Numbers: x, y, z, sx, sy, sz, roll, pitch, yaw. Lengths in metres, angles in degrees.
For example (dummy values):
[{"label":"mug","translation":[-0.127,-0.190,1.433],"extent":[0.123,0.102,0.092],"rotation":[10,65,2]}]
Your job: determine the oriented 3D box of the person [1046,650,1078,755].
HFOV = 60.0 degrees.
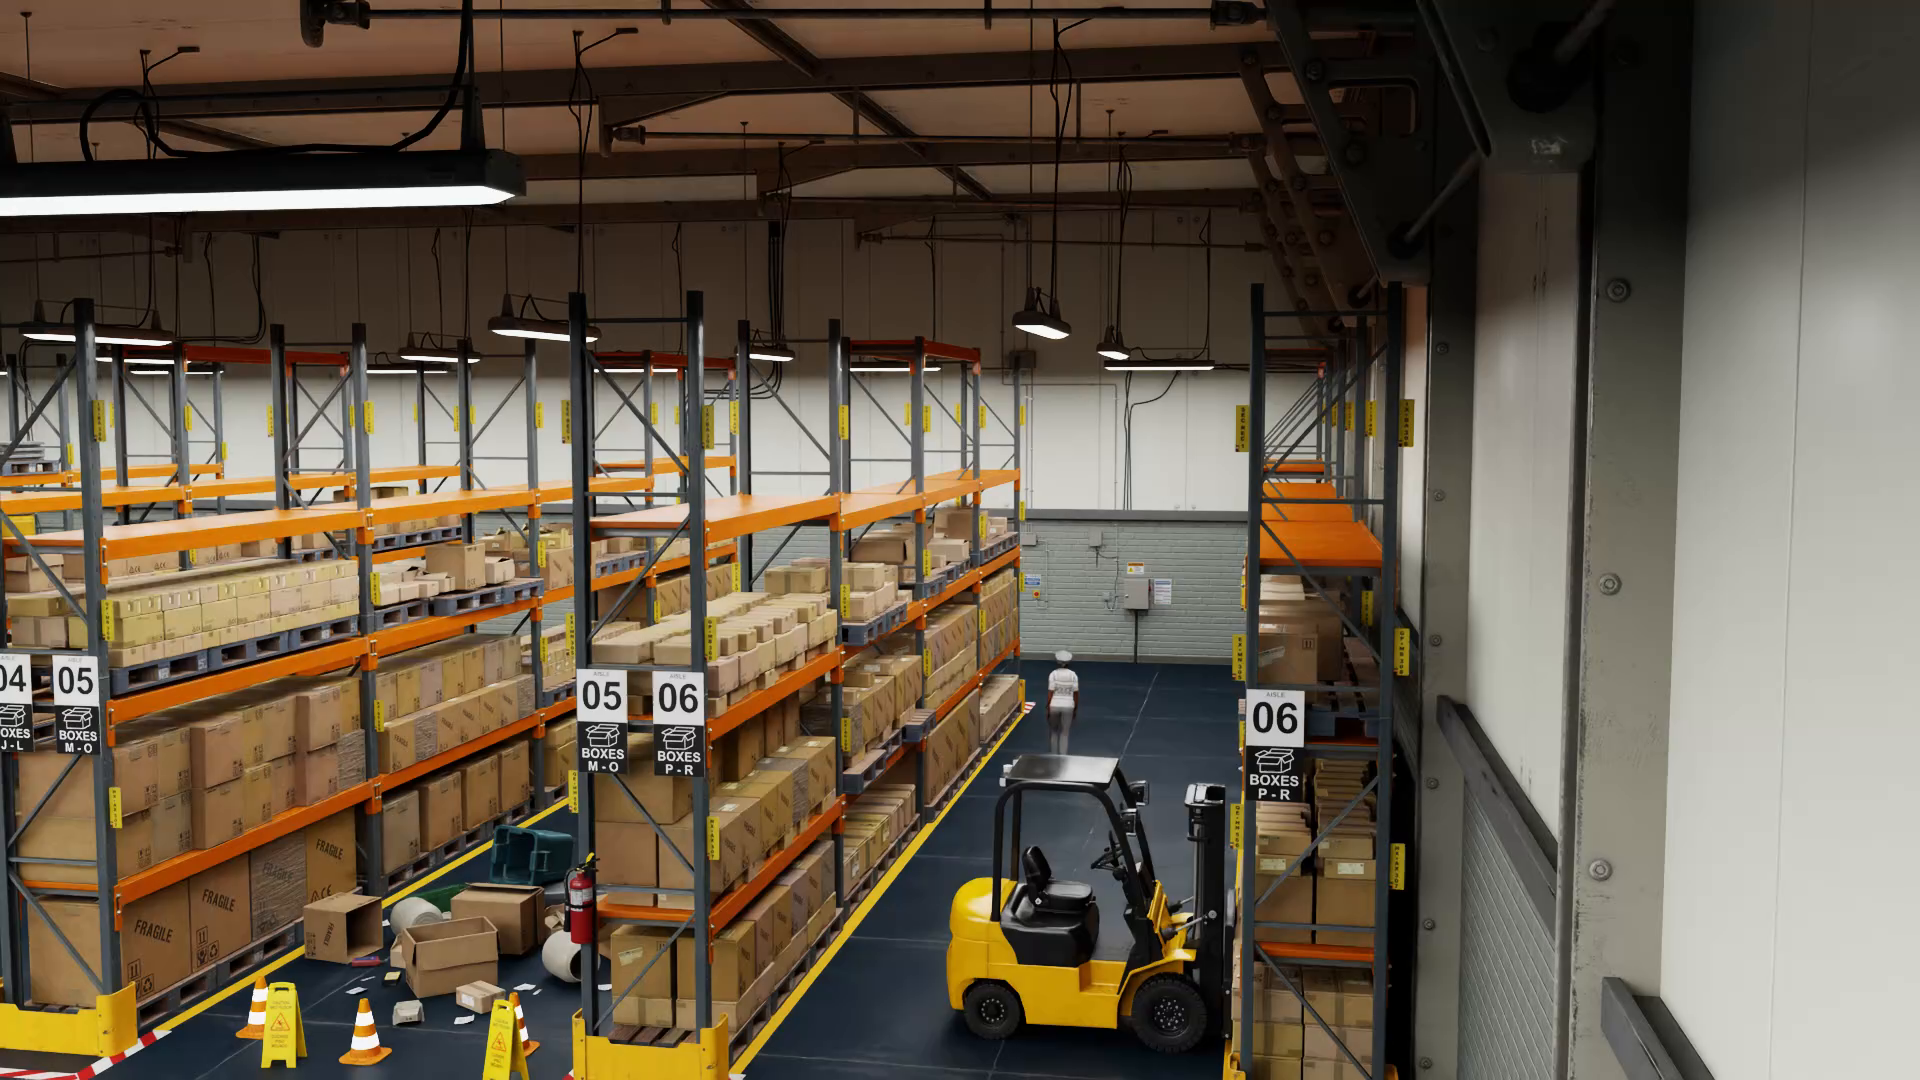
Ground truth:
[{"label":"person","translation":[1.452,2.449,23.667],"extent":[0.461,1.743,0.590],"rotation":[0,5,6]}]
